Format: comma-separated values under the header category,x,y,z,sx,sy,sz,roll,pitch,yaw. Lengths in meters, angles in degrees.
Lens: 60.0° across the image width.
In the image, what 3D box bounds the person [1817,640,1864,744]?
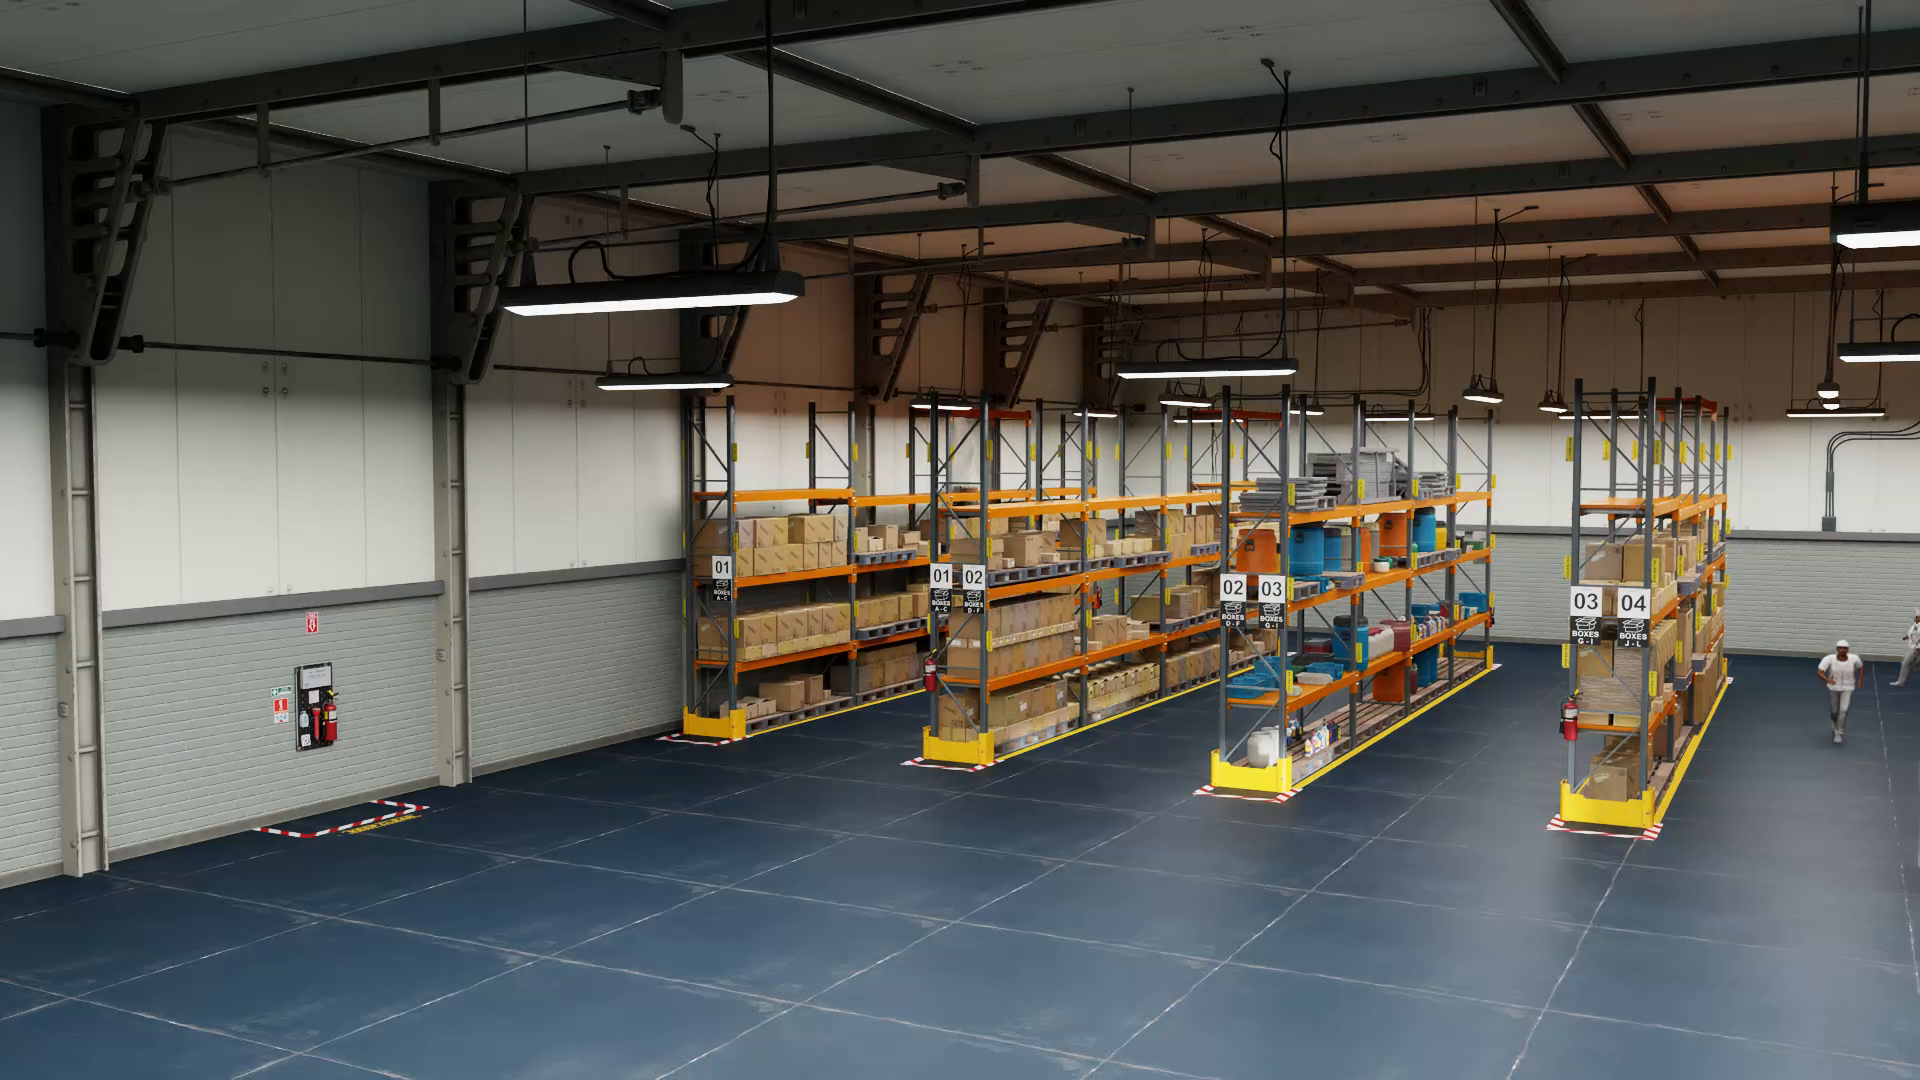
category,x,y,z,sx,sy,sz,roll,pitch,yaw
person,15.313,2.600,28.932,0.726,1.757,1.015,1,3,25

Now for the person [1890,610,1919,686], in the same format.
category,x,y,z,sx,sy,sz,roll,pitch,yaw
person,20.262,2.304,35.284,0.875,1.647,0.638,1,3,16
